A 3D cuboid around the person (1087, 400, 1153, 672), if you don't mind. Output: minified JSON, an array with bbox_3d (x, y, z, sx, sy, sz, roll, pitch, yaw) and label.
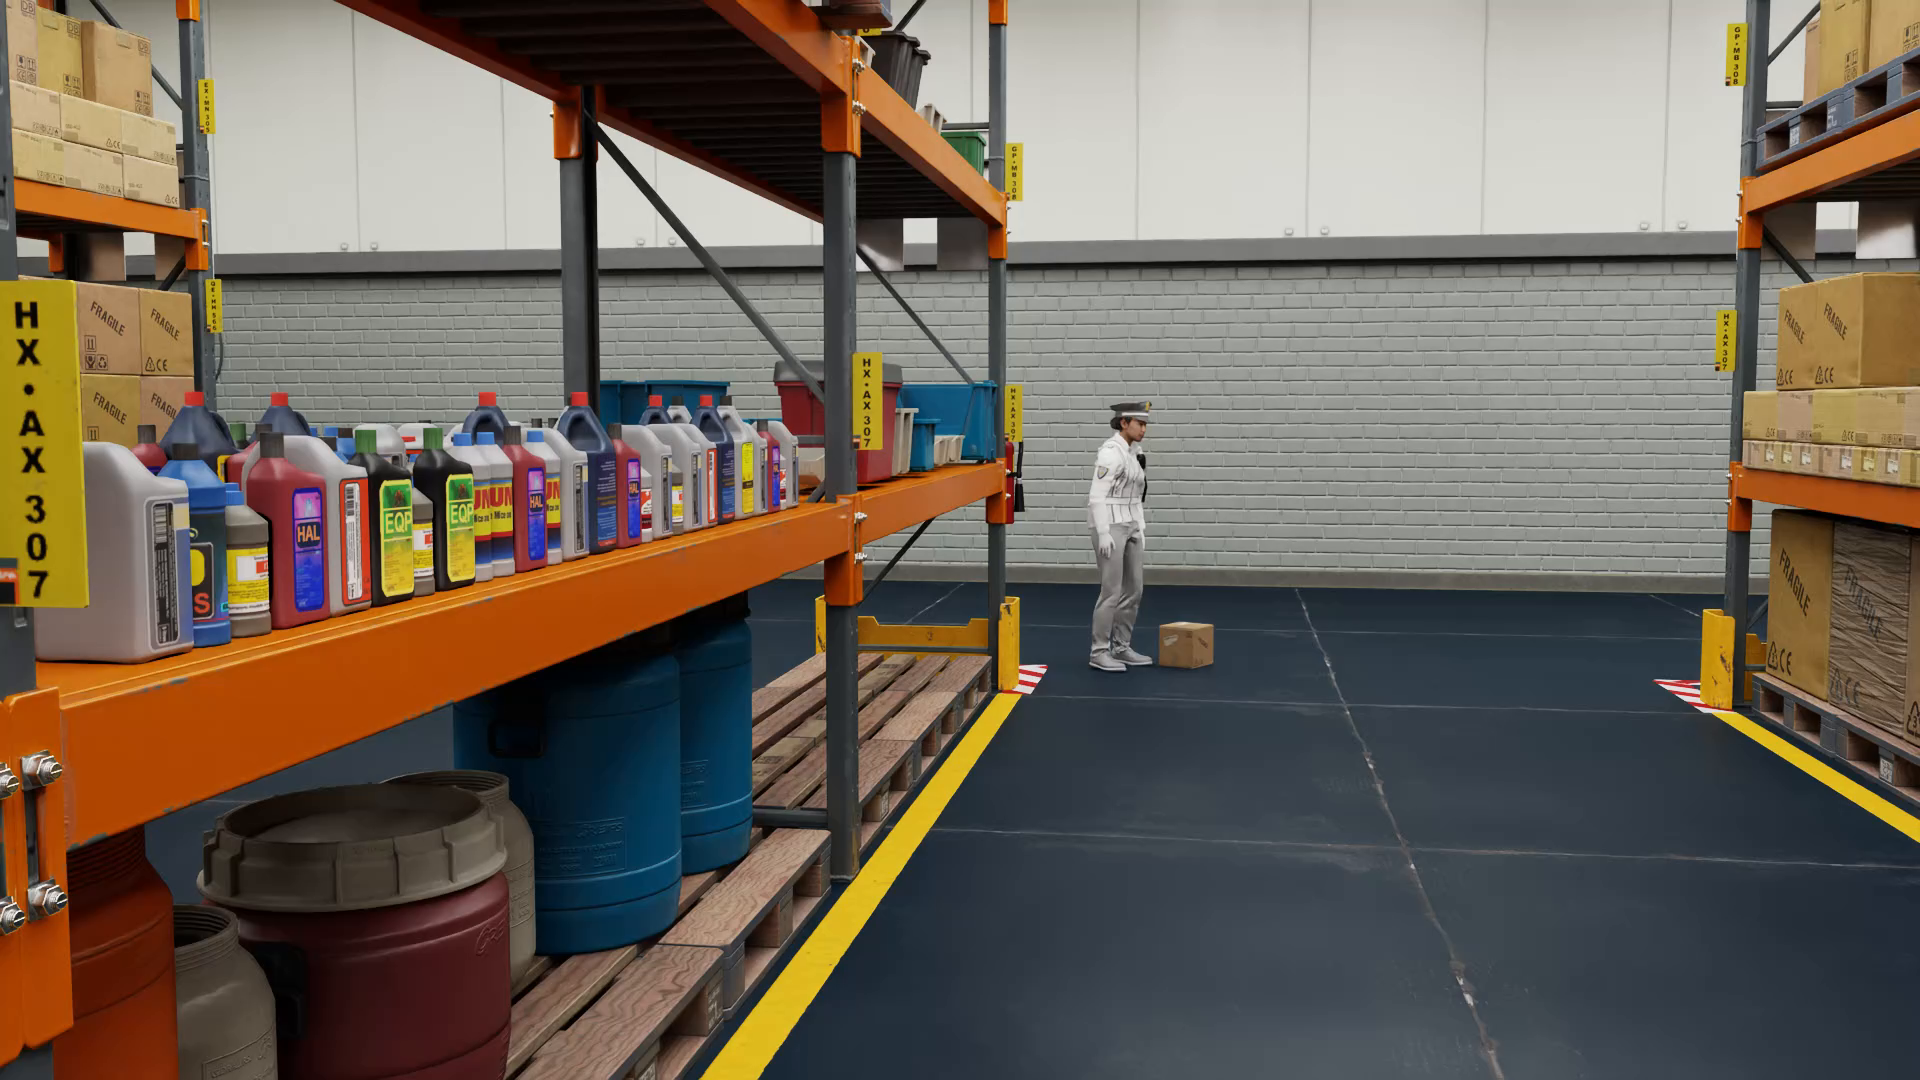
[{"bbox_3d":[1.001,-0.038,10.360,0.375,1.661,0.530,3,6,37],"label":"person"}]
